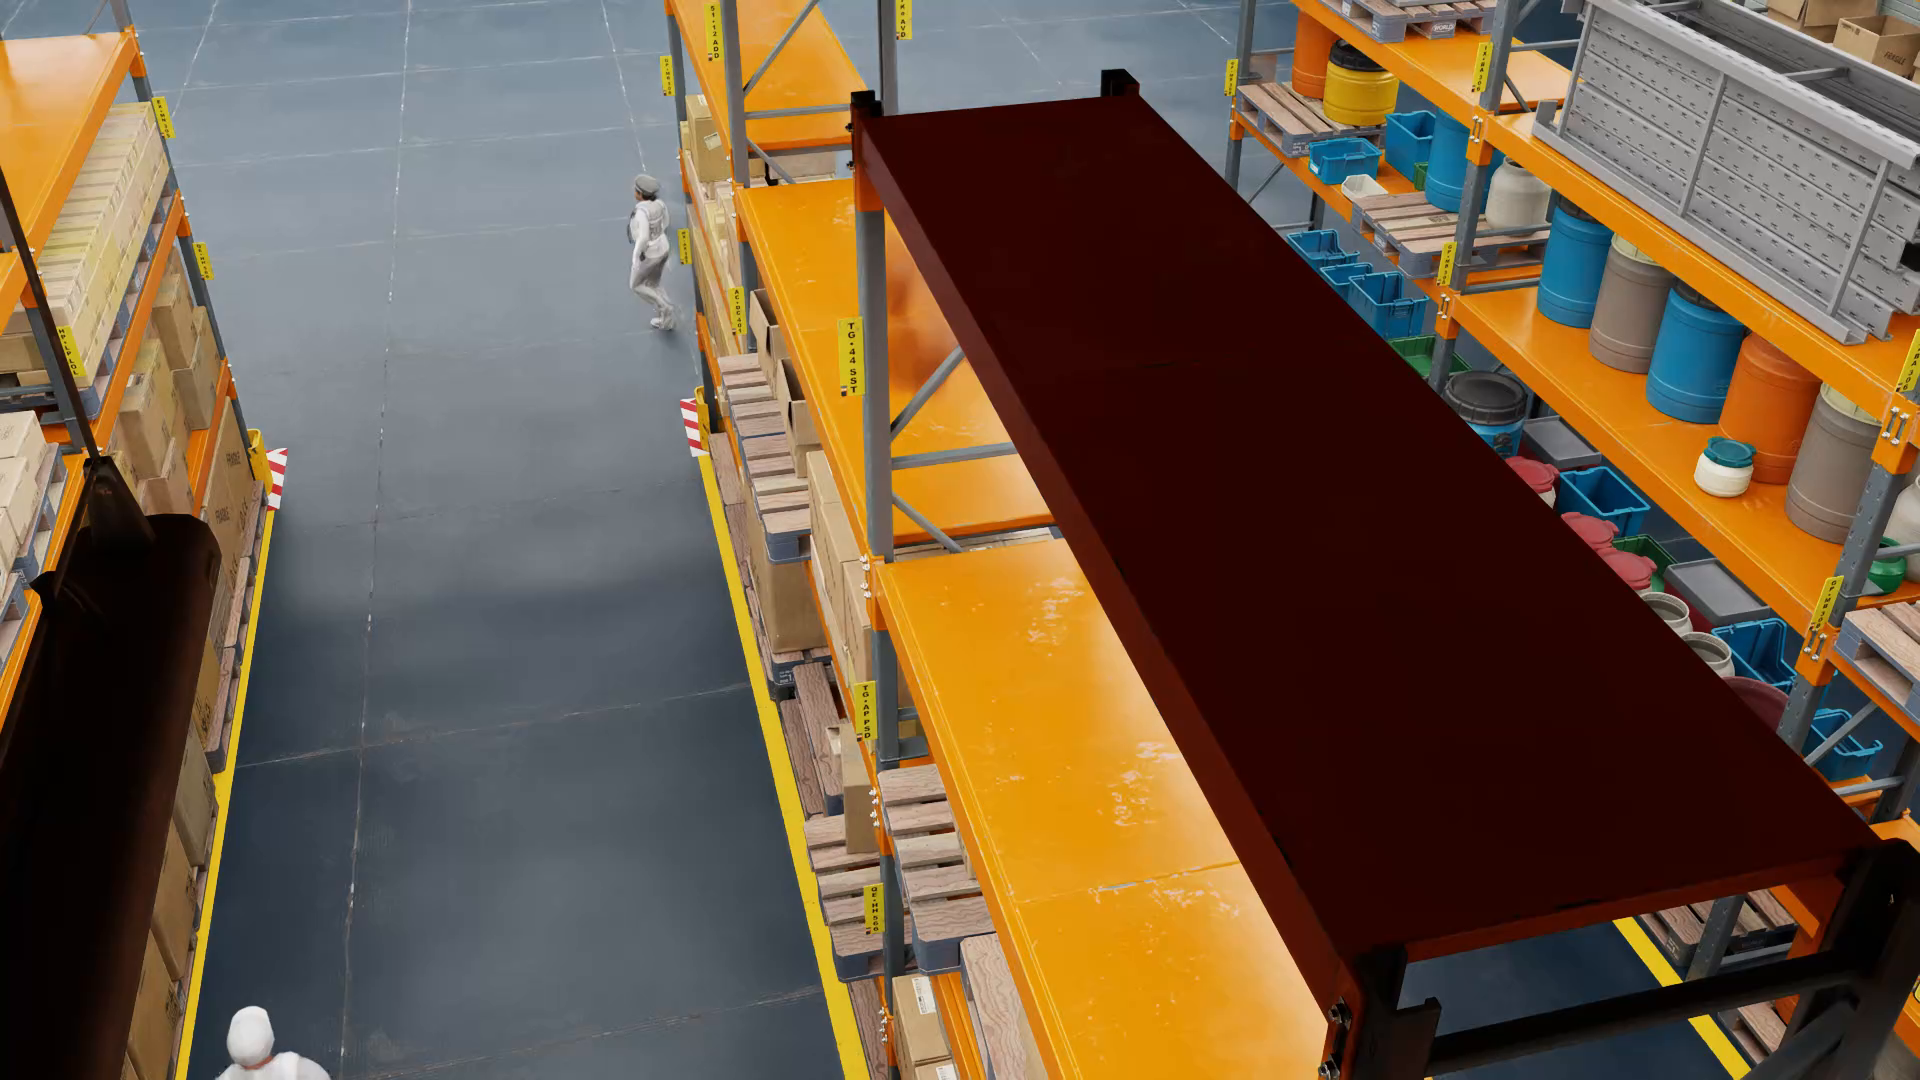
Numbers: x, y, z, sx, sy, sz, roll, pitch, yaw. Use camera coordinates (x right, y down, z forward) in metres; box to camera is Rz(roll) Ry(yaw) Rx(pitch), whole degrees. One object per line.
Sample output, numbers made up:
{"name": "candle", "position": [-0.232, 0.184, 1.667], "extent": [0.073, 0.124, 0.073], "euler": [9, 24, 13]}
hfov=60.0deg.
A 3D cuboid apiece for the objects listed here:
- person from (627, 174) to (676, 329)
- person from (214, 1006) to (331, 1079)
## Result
{"name": "person", "position": [-3.161, -2.909, 16.868], "extent": [0.569, 1.649, 0.663], "euler": [14, 37, 20]}
{"name": "person", "position": [-3.306, 2.929, 8.236], "extent": [0.639, 1.785, 0.698], "euler": [-13, 37, -19]}
